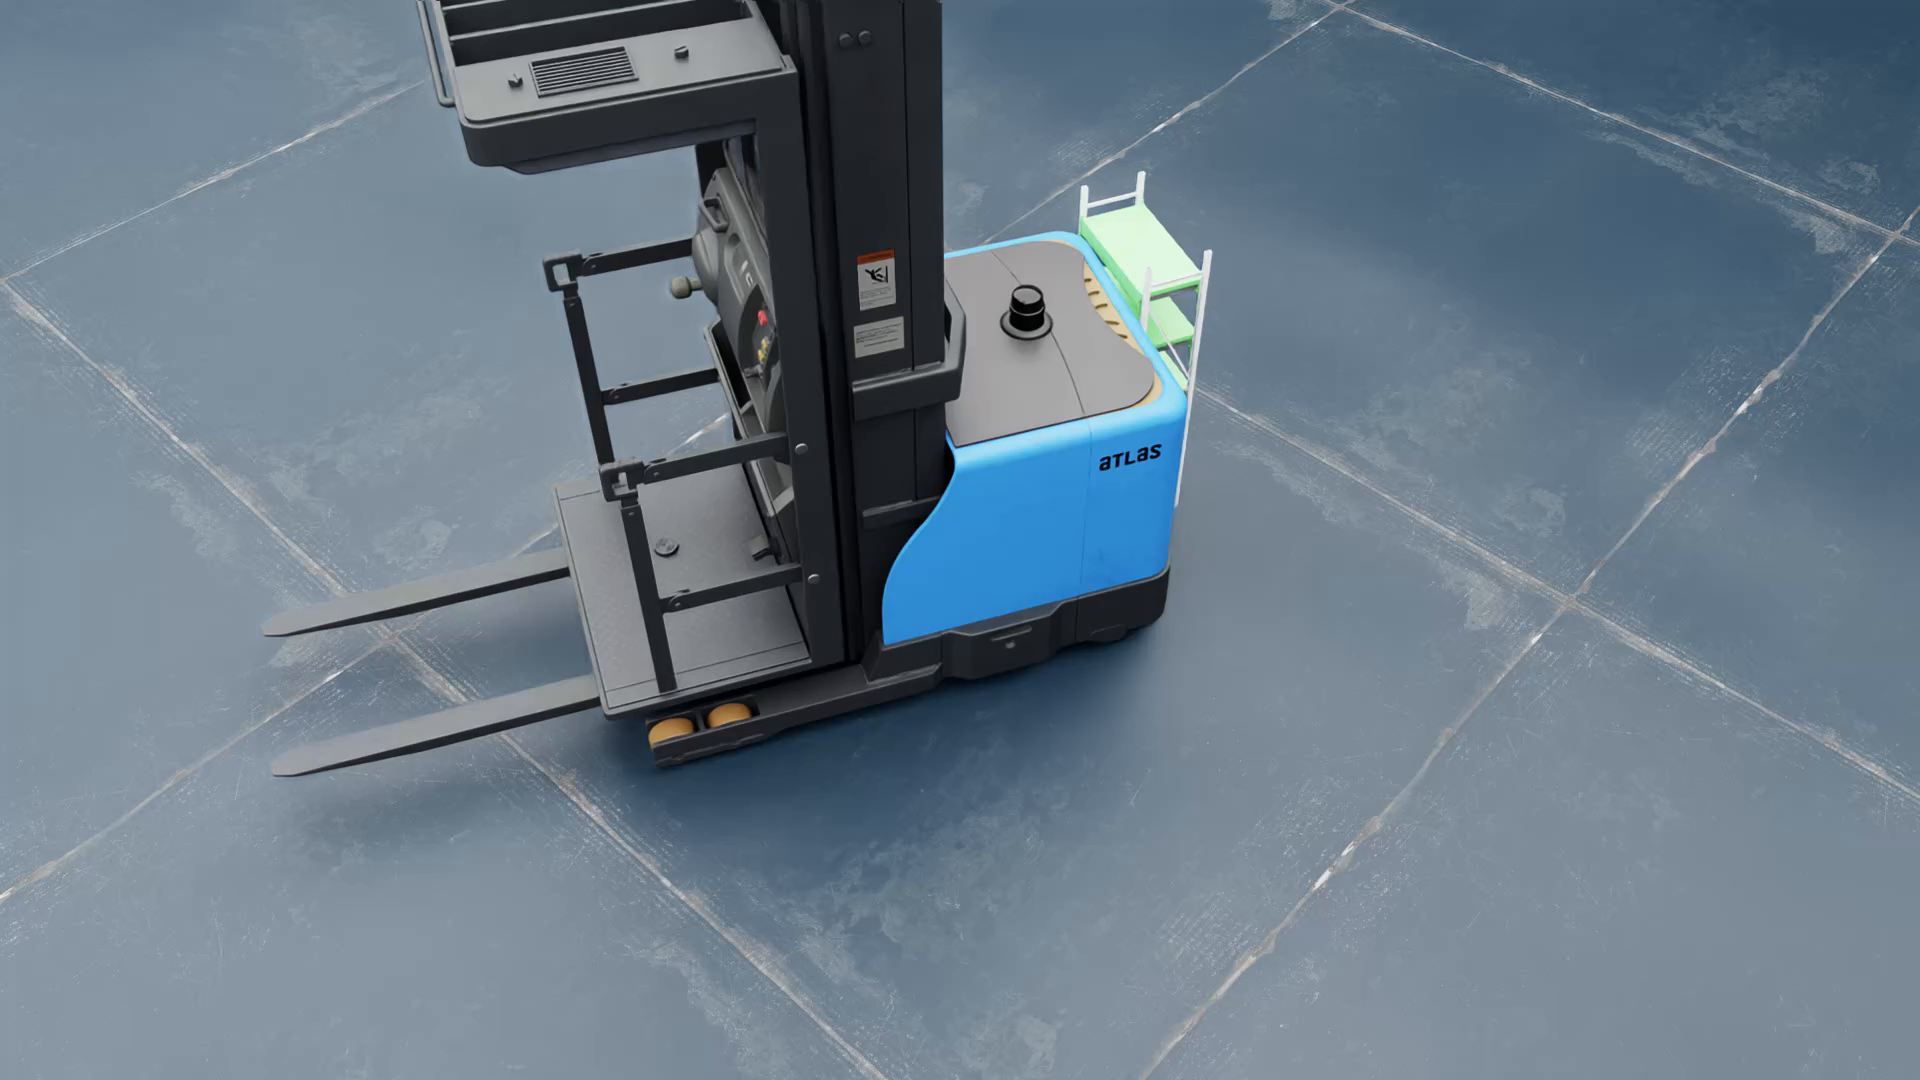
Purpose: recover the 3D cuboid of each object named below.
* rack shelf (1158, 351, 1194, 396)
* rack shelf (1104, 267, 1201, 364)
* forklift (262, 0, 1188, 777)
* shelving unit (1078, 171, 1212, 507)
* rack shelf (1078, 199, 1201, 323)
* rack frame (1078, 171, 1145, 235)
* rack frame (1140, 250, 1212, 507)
[{"bbox_3d":[0.627,-0.632,6.108,0.258,0.148,0.480,-17,49,-15],"label":"rack shelf"},{"bbox_3d":[0.627,-0.796,5.933,0.258,0.148,0.480,-17,49,-15],"label":"rack shelf"},{"bbox_3d":[-0.842,-0.689,4.887,3.031,2.935,1.130,-14,48,-13],"label":"forklift"},{"bbox_3d":[0.627,-0.676,6.062,0.258,1.200,0.503,-17,49,-15],"label":"shelving unit"},{"bbox_3d":[0.627,-0.961,5.758,0.258,0.148,0.480,-17,49,-15],"label":"rack shelf"},{"bbox_3d":[0.533,-0.840,6.216,0.240,1.200,0.015,-17,49,-15],"label":"rack frame"},{"bbox_3d":[0.720,-0.511,5.907,0.240,1.200,0.015,-17,49,-15],"label":"rack frame"}]
